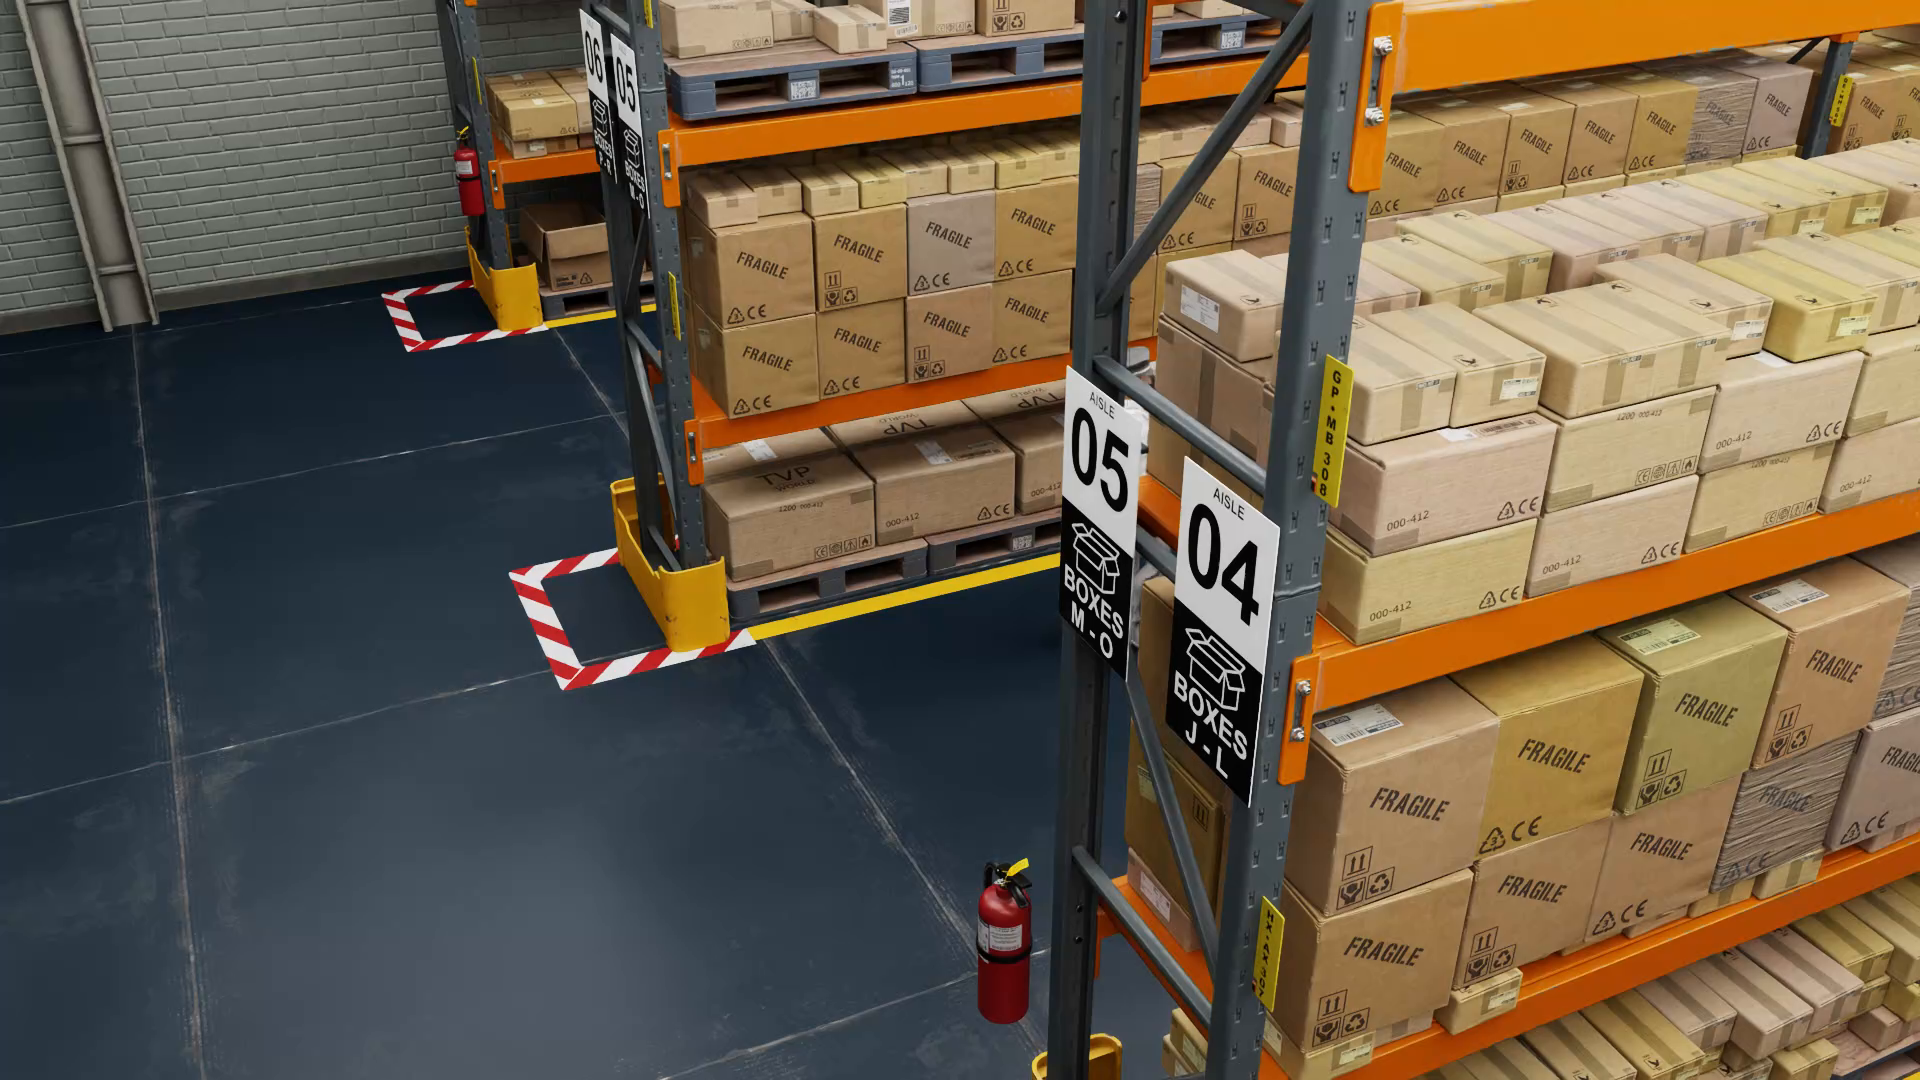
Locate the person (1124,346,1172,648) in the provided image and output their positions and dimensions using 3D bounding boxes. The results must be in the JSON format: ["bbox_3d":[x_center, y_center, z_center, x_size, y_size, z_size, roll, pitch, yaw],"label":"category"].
[{"bbox_3d":[0.958,-0.227,8.825,0.479,1.715,0.504,-10,31,-17],"label":"person"}]
